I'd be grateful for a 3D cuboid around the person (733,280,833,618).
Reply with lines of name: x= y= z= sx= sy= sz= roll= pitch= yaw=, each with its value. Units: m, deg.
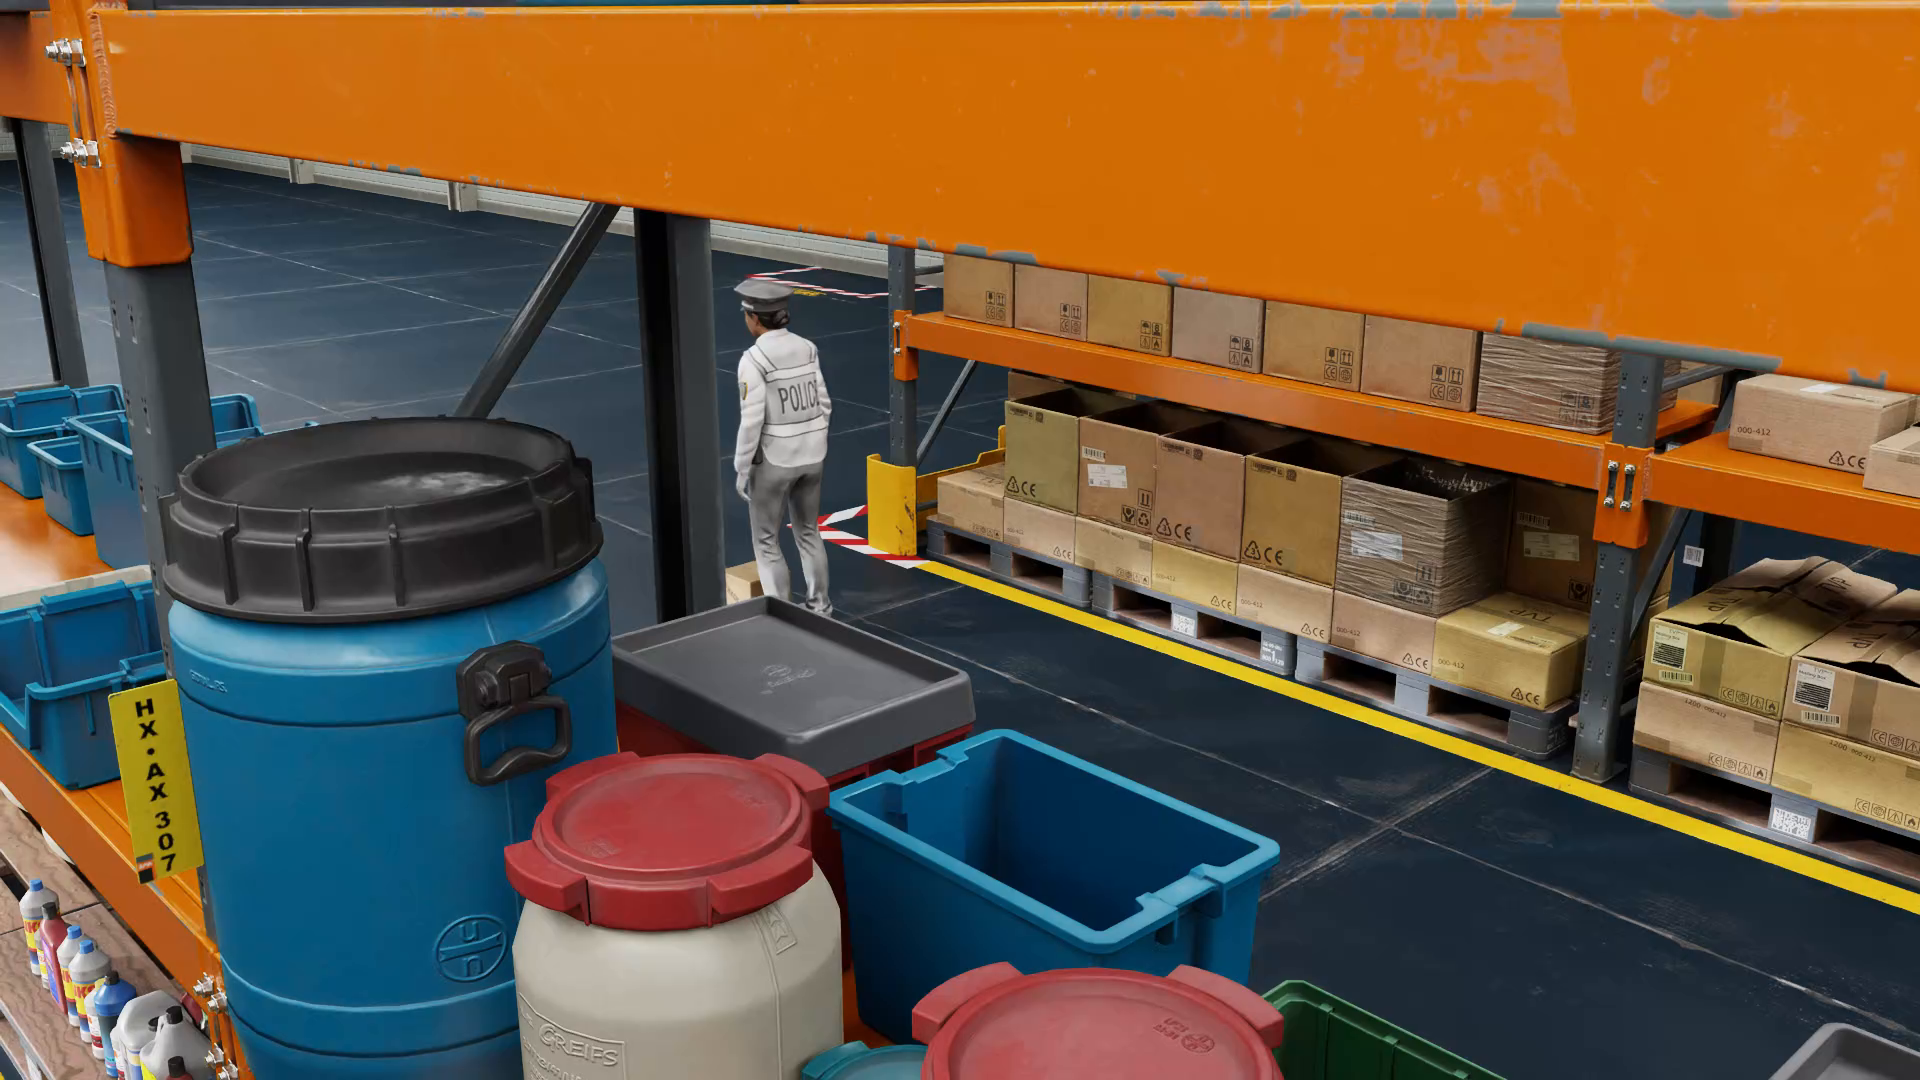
person: x=-0.820 y=-0.353 z=7.670 sx=0.375 sy=1.661 sz=0.541 roll=16 pitch=23 yaw=41
